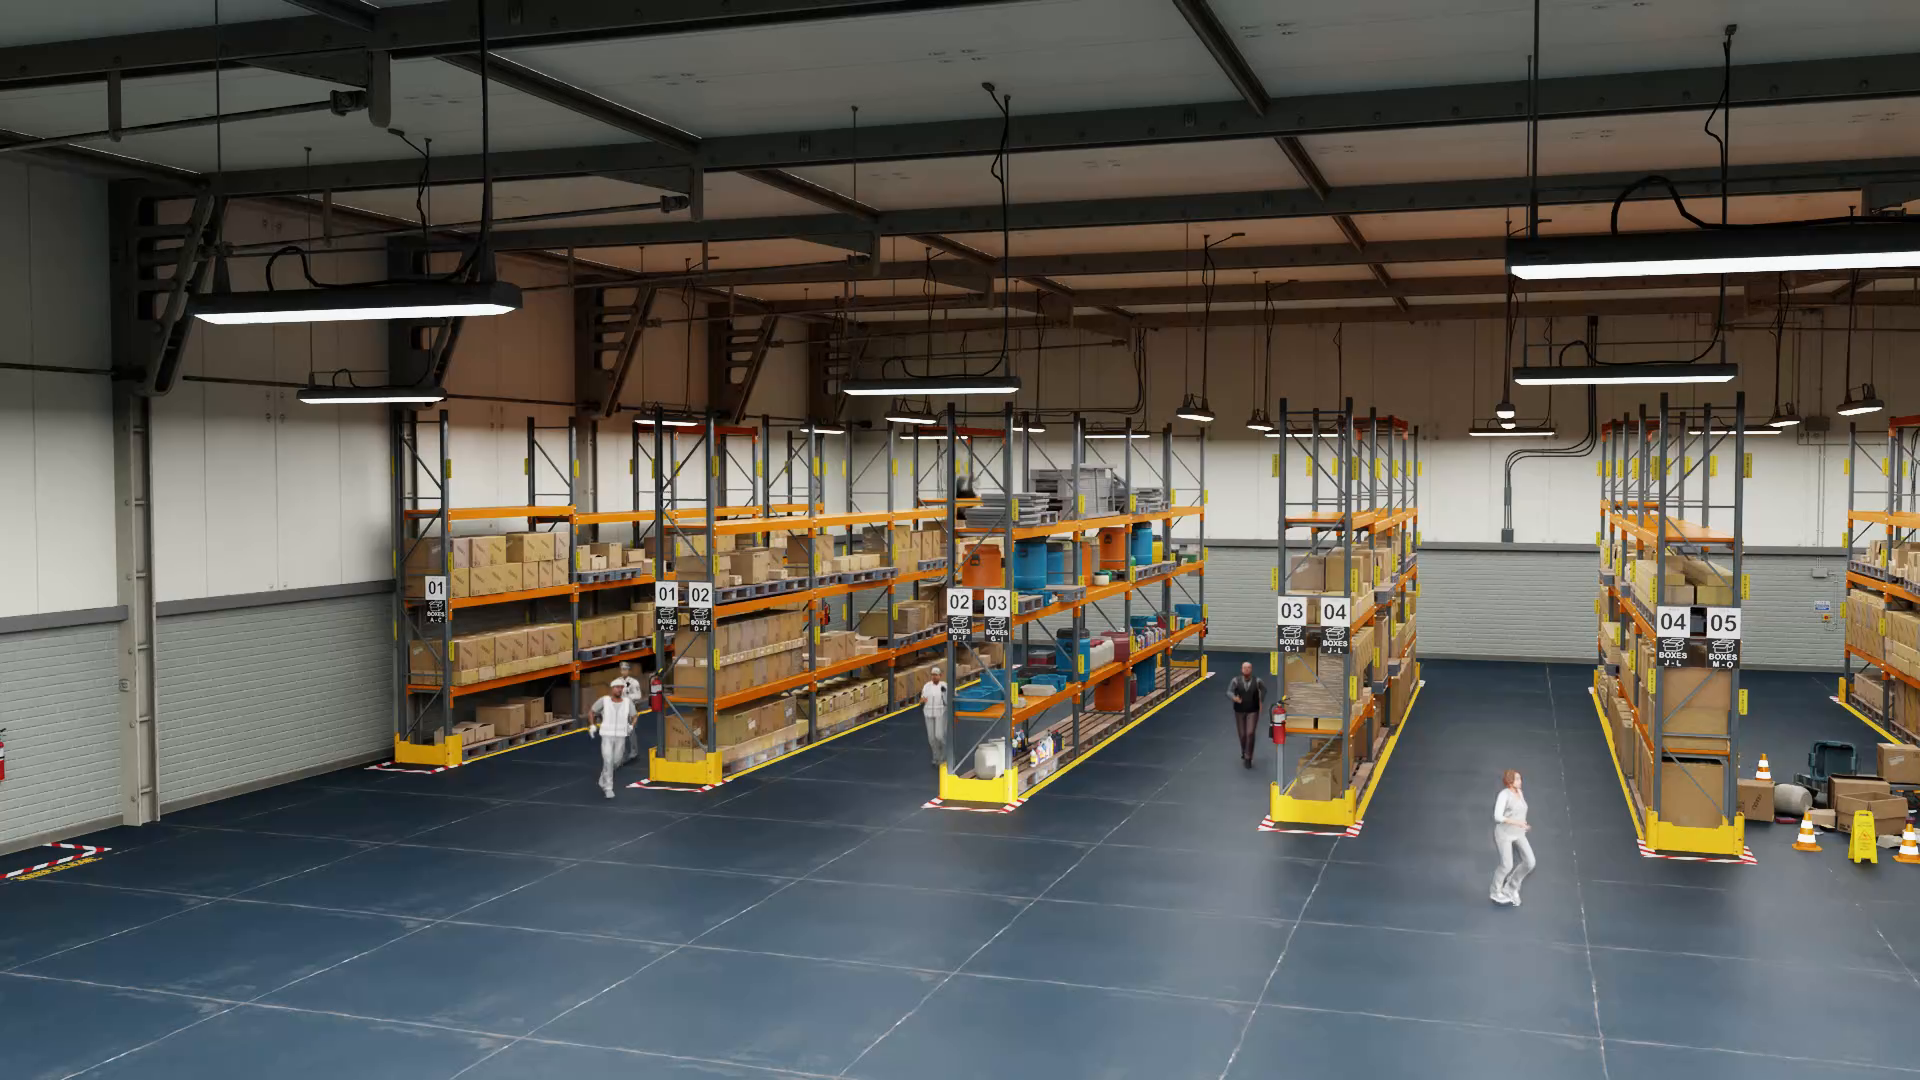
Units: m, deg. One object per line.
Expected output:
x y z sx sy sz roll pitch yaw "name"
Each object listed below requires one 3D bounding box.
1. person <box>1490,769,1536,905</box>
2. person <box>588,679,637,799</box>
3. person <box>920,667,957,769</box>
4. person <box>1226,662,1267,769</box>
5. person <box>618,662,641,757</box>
6.293 3.402 18.944 0.540 1.569 0.628 -1 3 -31 "person"
-5.322 3.031 25.592 0.735 1.763 0.829 -1 3 -24 "person"
-0.396 2.989 27.867 0.583 1.701 0.660 1 3 18 "person"
4.836 2.931 28.127 0.650 1.738 0.888 1 3 17 "person"
-5.693 2.933 28.310 0.598 1.745 0.733 0 2 10 "person"
